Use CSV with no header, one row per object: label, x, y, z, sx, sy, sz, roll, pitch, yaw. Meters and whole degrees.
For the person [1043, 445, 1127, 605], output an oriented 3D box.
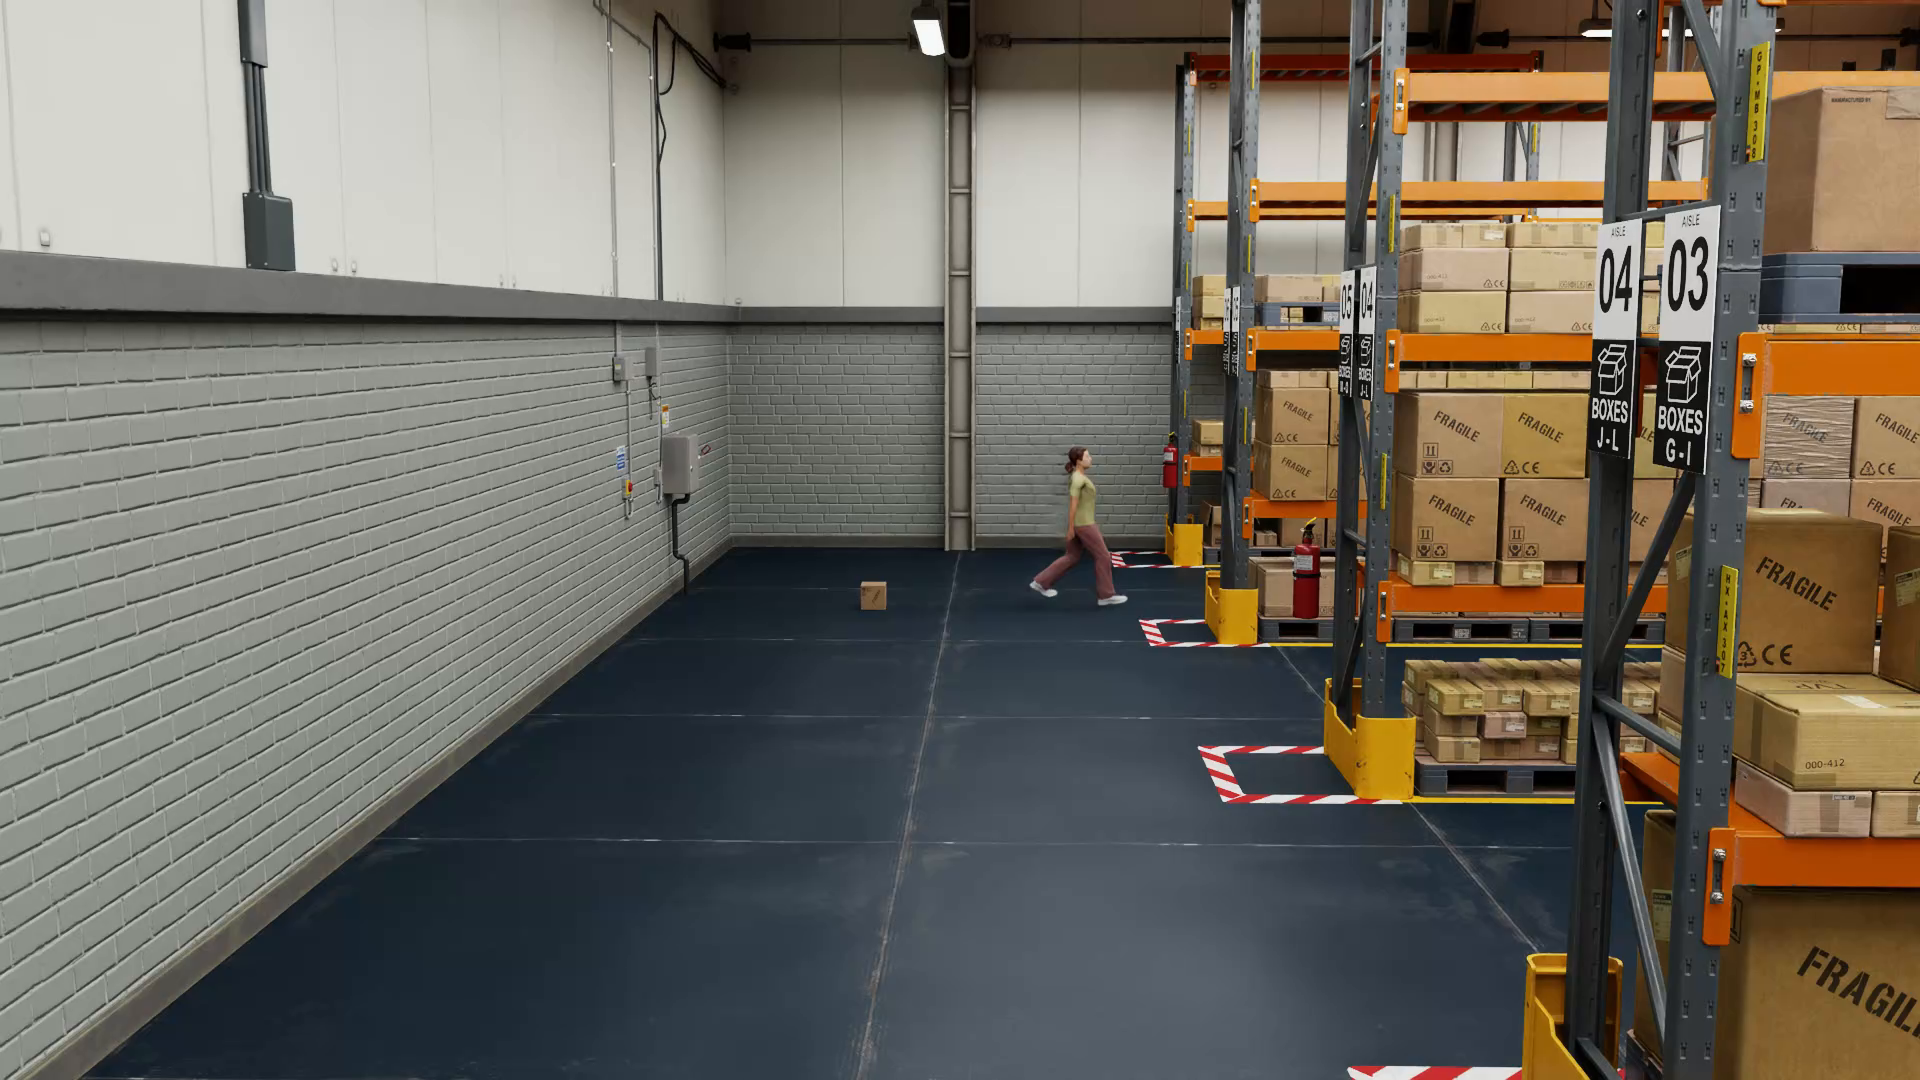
person,1.282,-0.157,16.924,0.856,1.636,0.441,-1,7,-4
